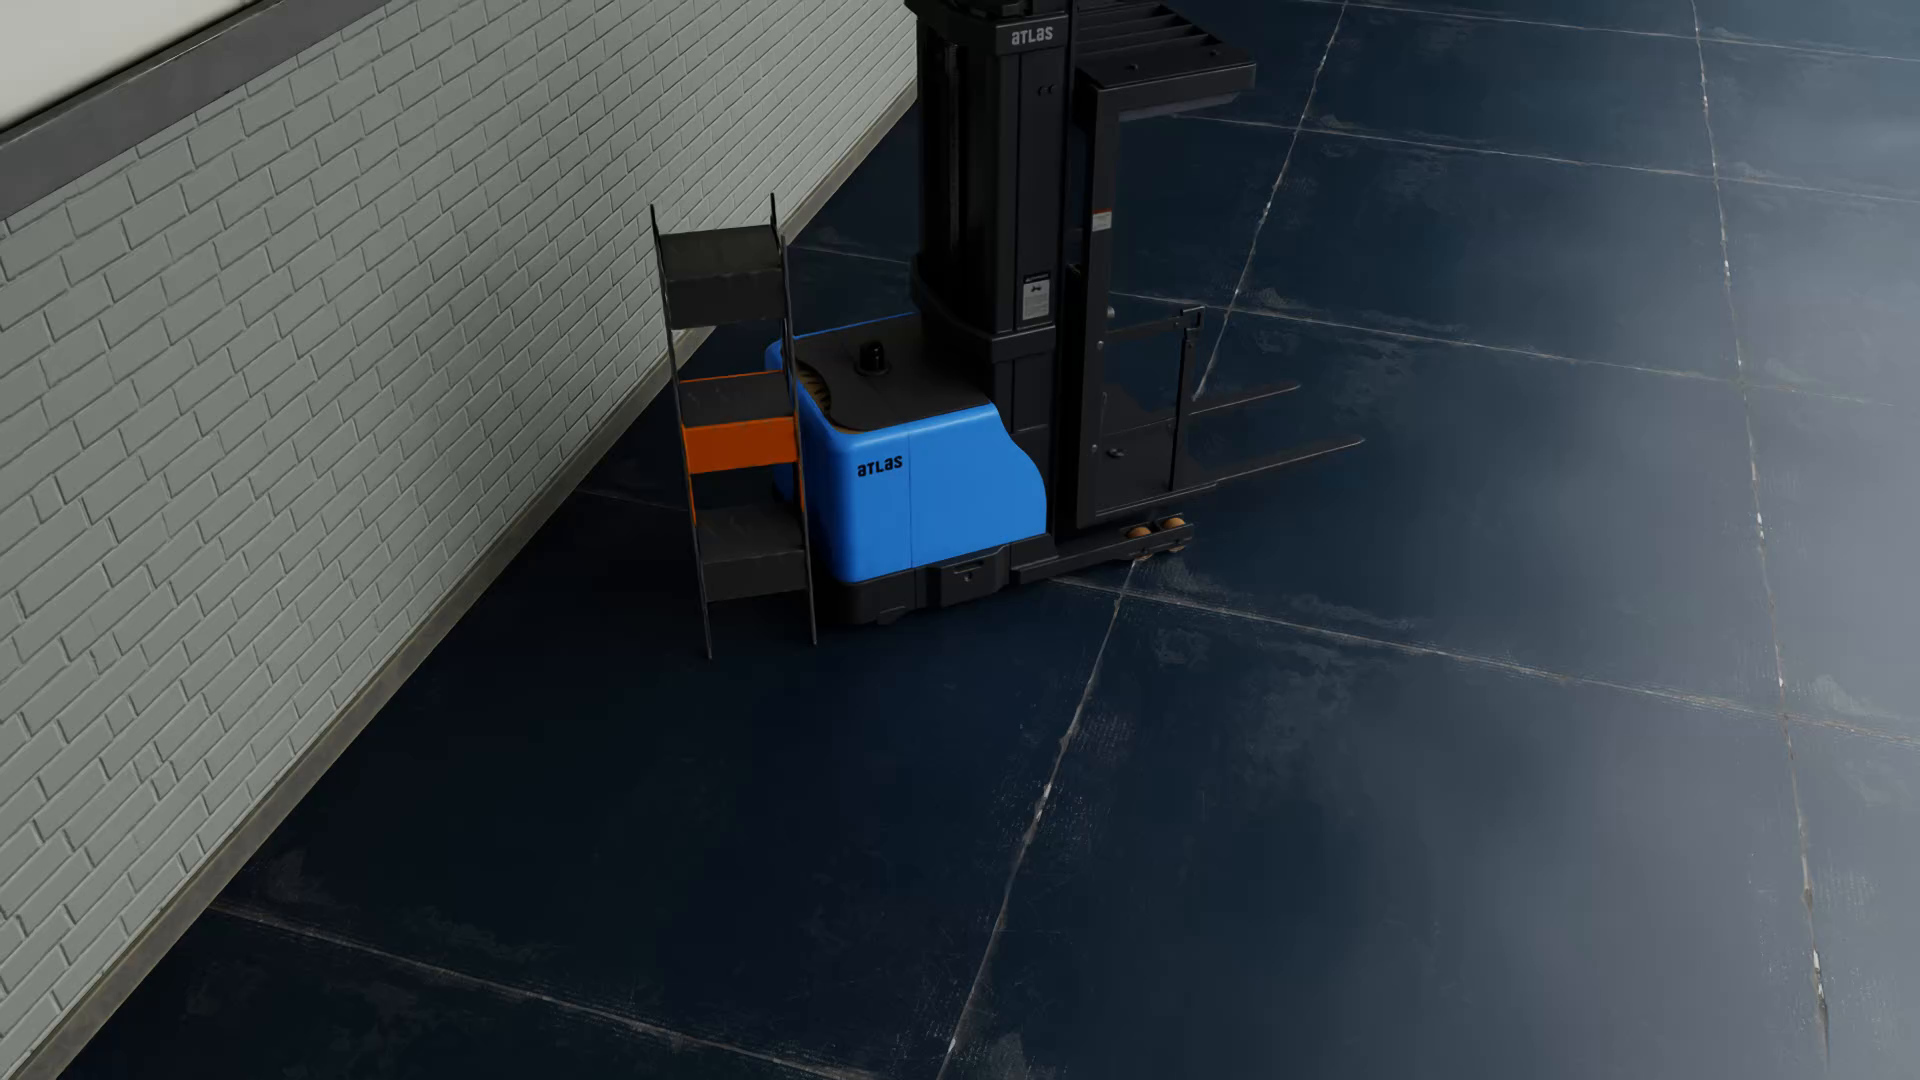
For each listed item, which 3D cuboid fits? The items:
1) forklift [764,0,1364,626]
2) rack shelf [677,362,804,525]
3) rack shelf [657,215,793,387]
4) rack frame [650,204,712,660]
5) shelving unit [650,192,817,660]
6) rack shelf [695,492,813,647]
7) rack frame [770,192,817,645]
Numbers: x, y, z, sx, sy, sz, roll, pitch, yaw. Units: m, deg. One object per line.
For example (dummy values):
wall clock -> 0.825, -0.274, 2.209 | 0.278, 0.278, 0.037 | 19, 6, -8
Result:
forklift -> 0.618, -1.349, 7.795 | 3.031, 2.935, 1.130 | -15, 39, -19
rack shelf -> -0.963, -0.425, 7.258 | 0.480, 0.518, 0.431 | -7, 37, -9
rack shelf -> -0.967, -0.985, 6.837 | 0.480, 0.518, 0.431 | -7, 37, -9
rack frame -> -1.202, -0.405, 7.210 | 0.015, 2.100, 0.400 | -7, 37, -9
shelving unit -> -0.963, -0.436, 7.249 | 0.503, 2.100, 0.431 | -7, 37, -9
rack shelf -> -0.958, 0.135, 7.678 | 0.480, 0.518, 0.431 | -7, 37, -9
rack frame -> -0.724, -0.467, 7.288 | 0.015, 2.100, 0.400 | -7, 37, -9
